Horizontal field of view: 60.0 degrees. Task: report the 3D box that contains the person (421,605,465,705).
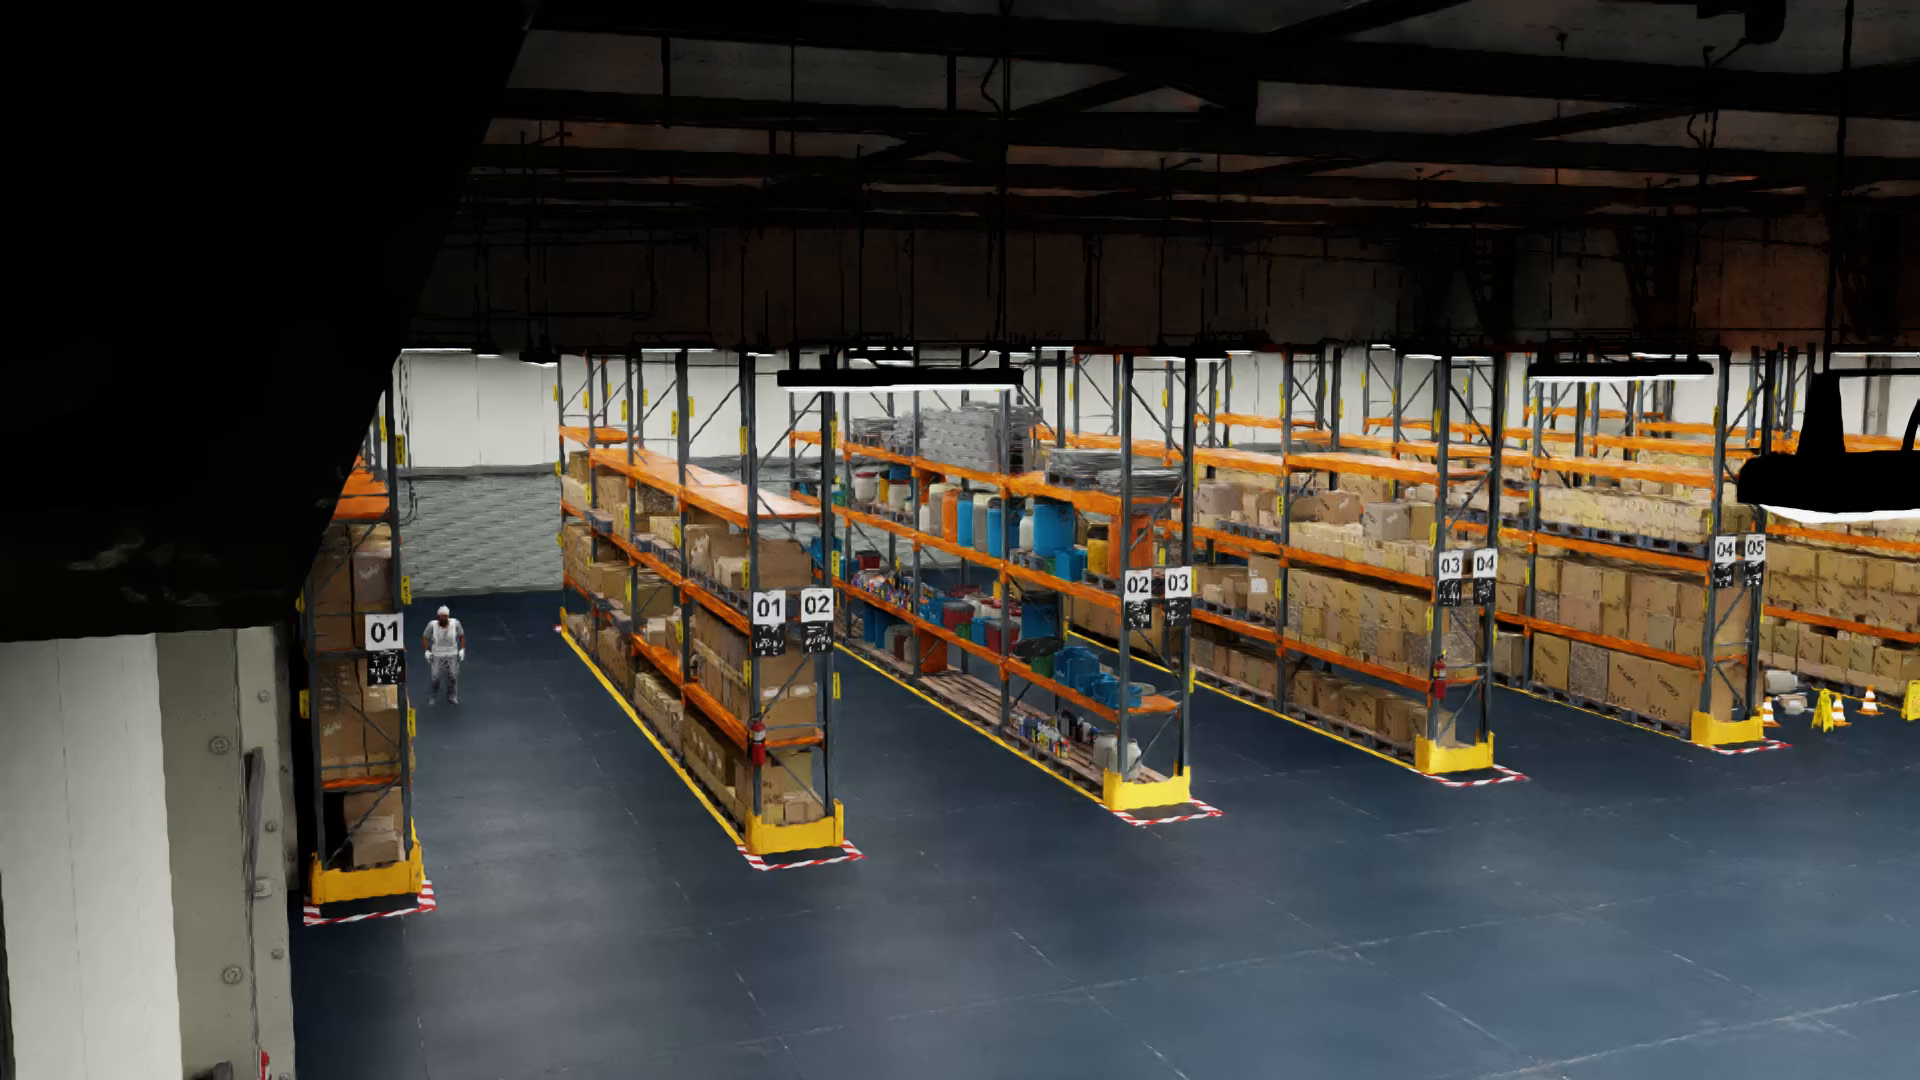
[{"bbox_3d":[-8.676,1.933,27.967,0.702,1.735,0.549,-3,8,-23],"label":"person"}]
